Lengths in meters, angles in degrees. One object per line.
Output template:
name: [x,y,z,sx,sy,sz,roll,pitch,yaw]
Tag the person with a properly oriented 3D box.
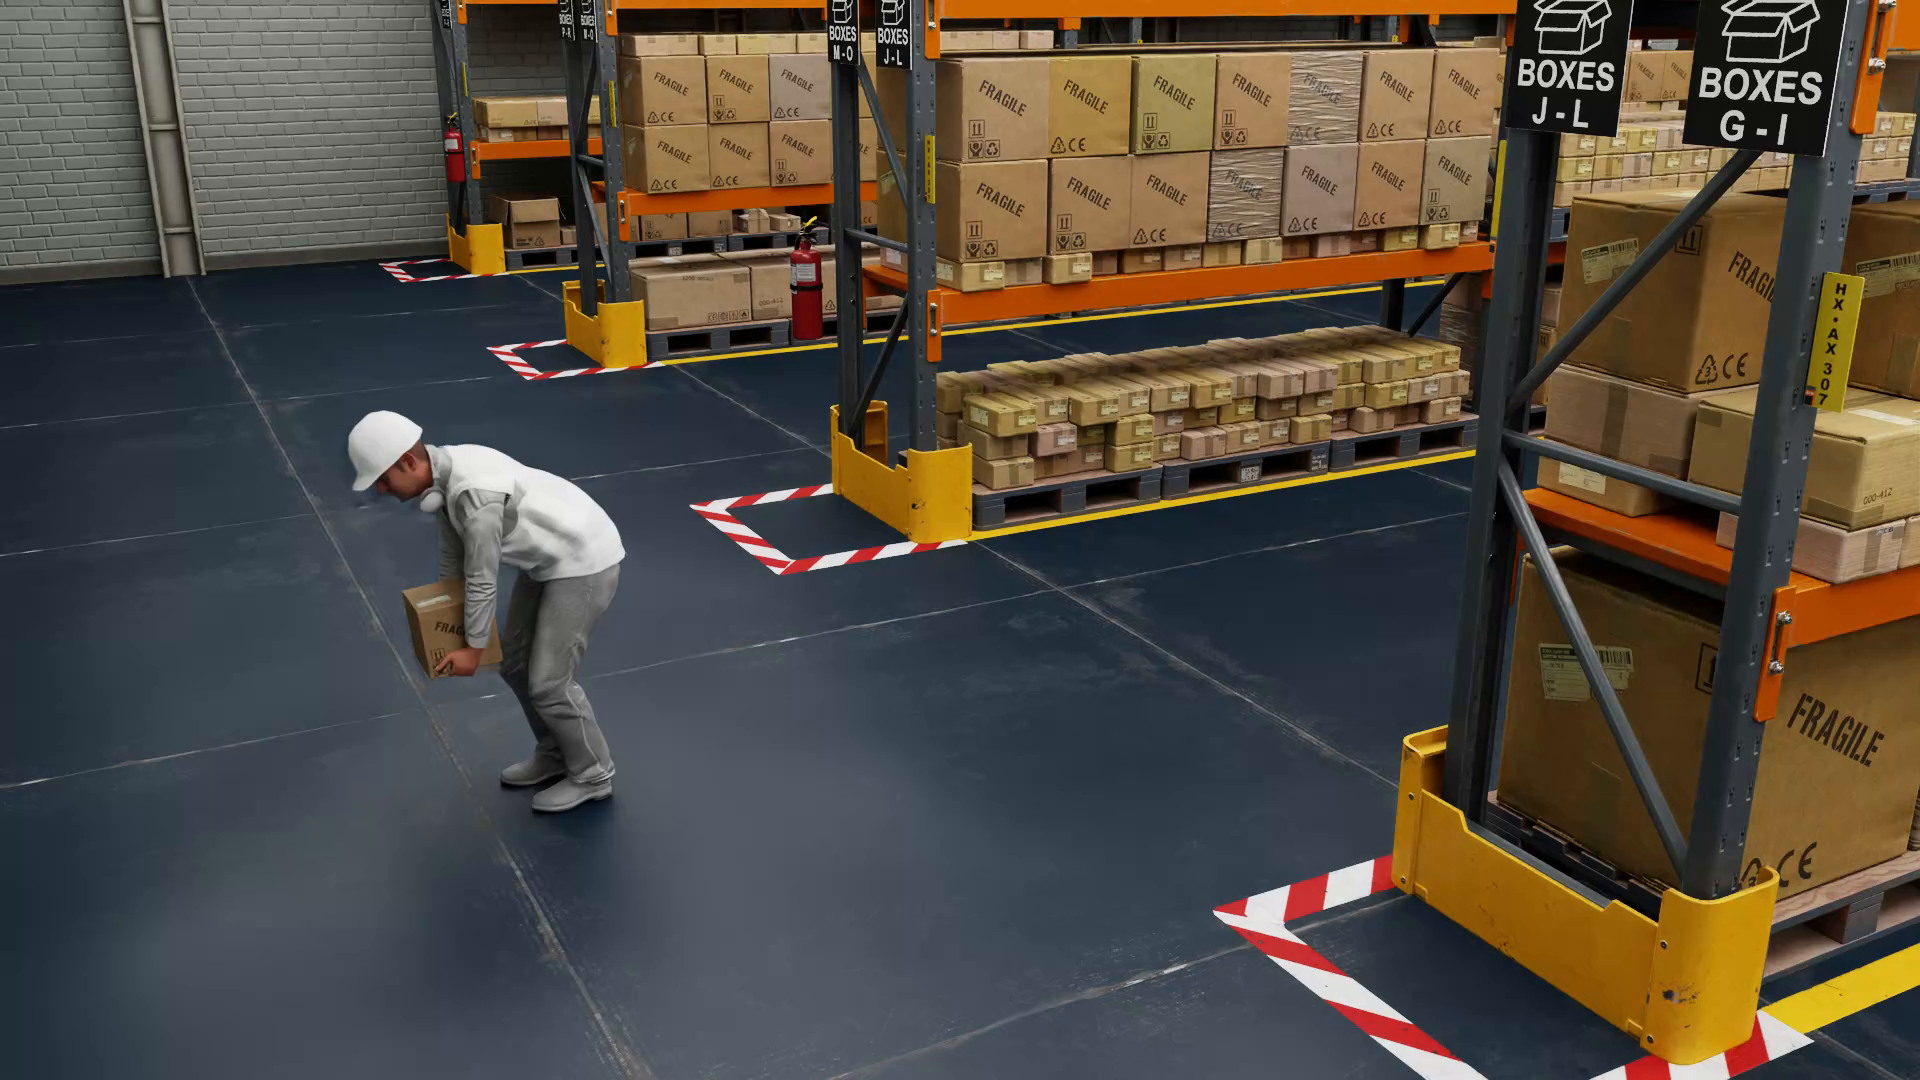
person: [-1.603,0.236,5.781,0.870,1.477,0.467,-10,21,-28]
